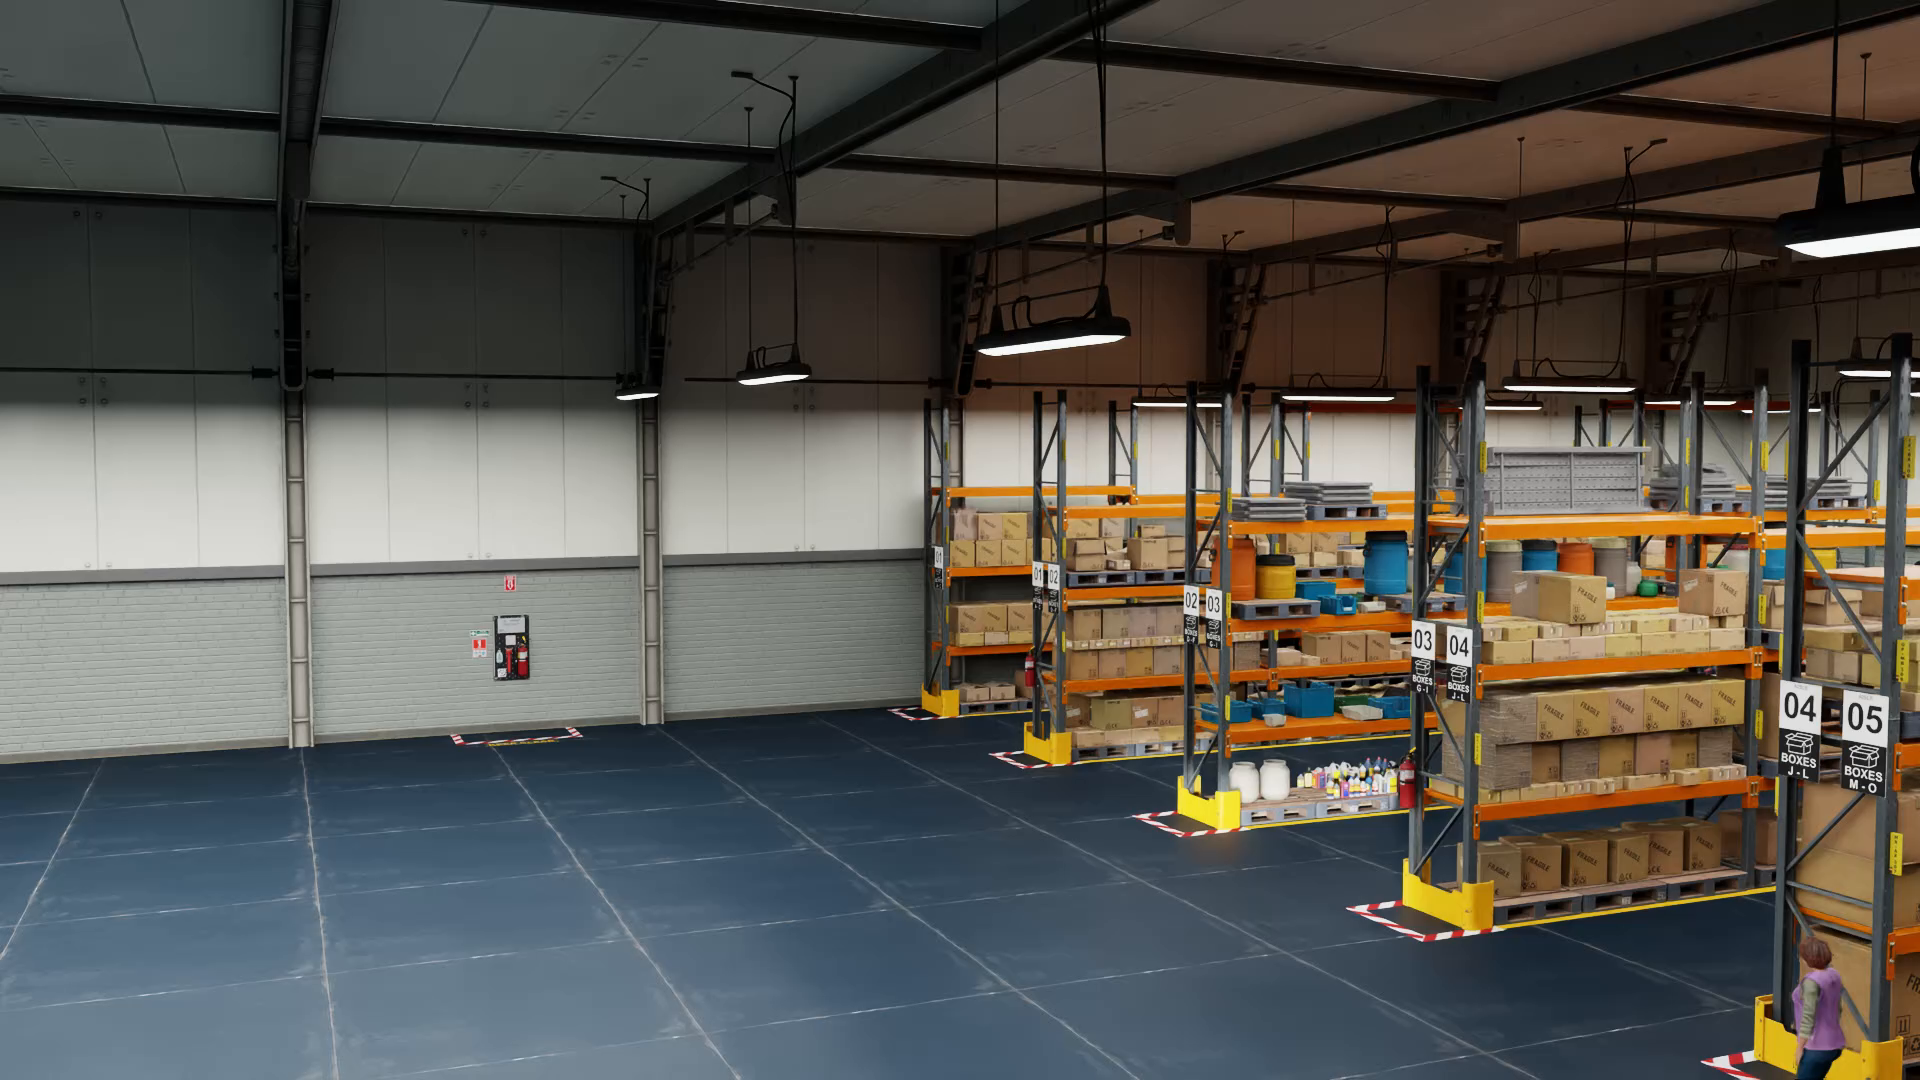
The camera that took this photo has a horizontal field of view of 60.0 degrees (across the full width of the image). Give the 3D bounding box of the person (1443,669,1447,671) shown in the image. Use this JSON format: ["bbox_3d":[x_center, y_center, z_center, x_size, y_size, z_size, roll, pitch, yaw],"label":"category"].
[{"bbox_3d":[9.960,2.385,33.369,0.838,1.602,0.485,-2,4,-25],"label":"person"}]

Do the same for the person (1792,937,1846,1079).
[{"bbox_3d":[6.250,3.653,11.940,0.421,1.582,0.555,-3,4,-40],"label":"person"}]
